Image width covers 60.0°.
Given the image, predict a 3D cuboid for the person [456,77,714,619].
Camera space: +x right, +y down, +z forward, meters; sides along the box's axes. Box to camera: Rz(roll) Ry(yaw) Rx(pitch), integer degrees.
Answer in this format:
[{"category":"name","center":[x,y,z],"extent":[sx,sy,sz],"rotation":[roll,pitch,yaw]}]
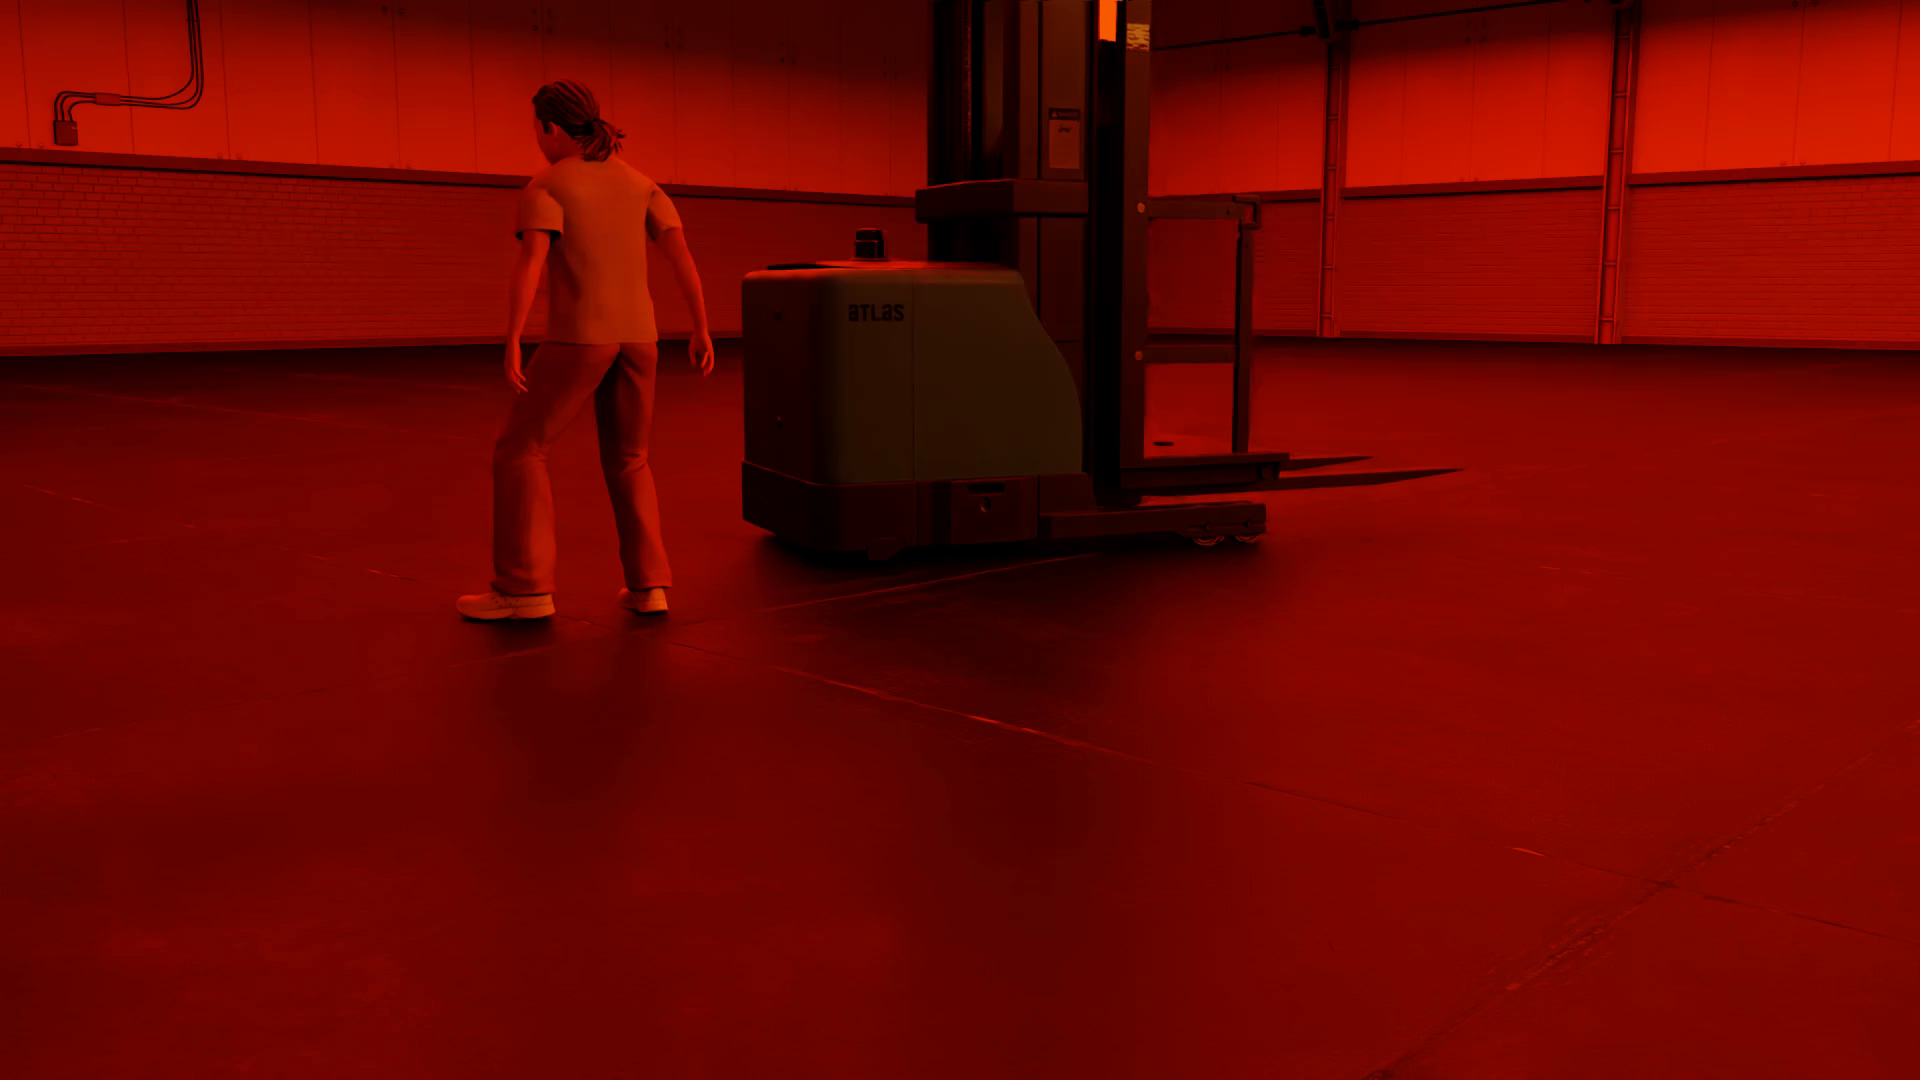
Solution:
[{"category":"person","center":[-1.139,-0.580,5.107],"extent":[0.790,1.645,0.383],"rotation":[-7,11,-40]}]

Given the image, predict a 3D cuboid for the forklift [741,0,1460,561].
[{"category":"forklift","center":[0.673,-1.493,6.792],"extent":[3.031,2.935,1.130],"rotation":[-4,9,-23]}]
